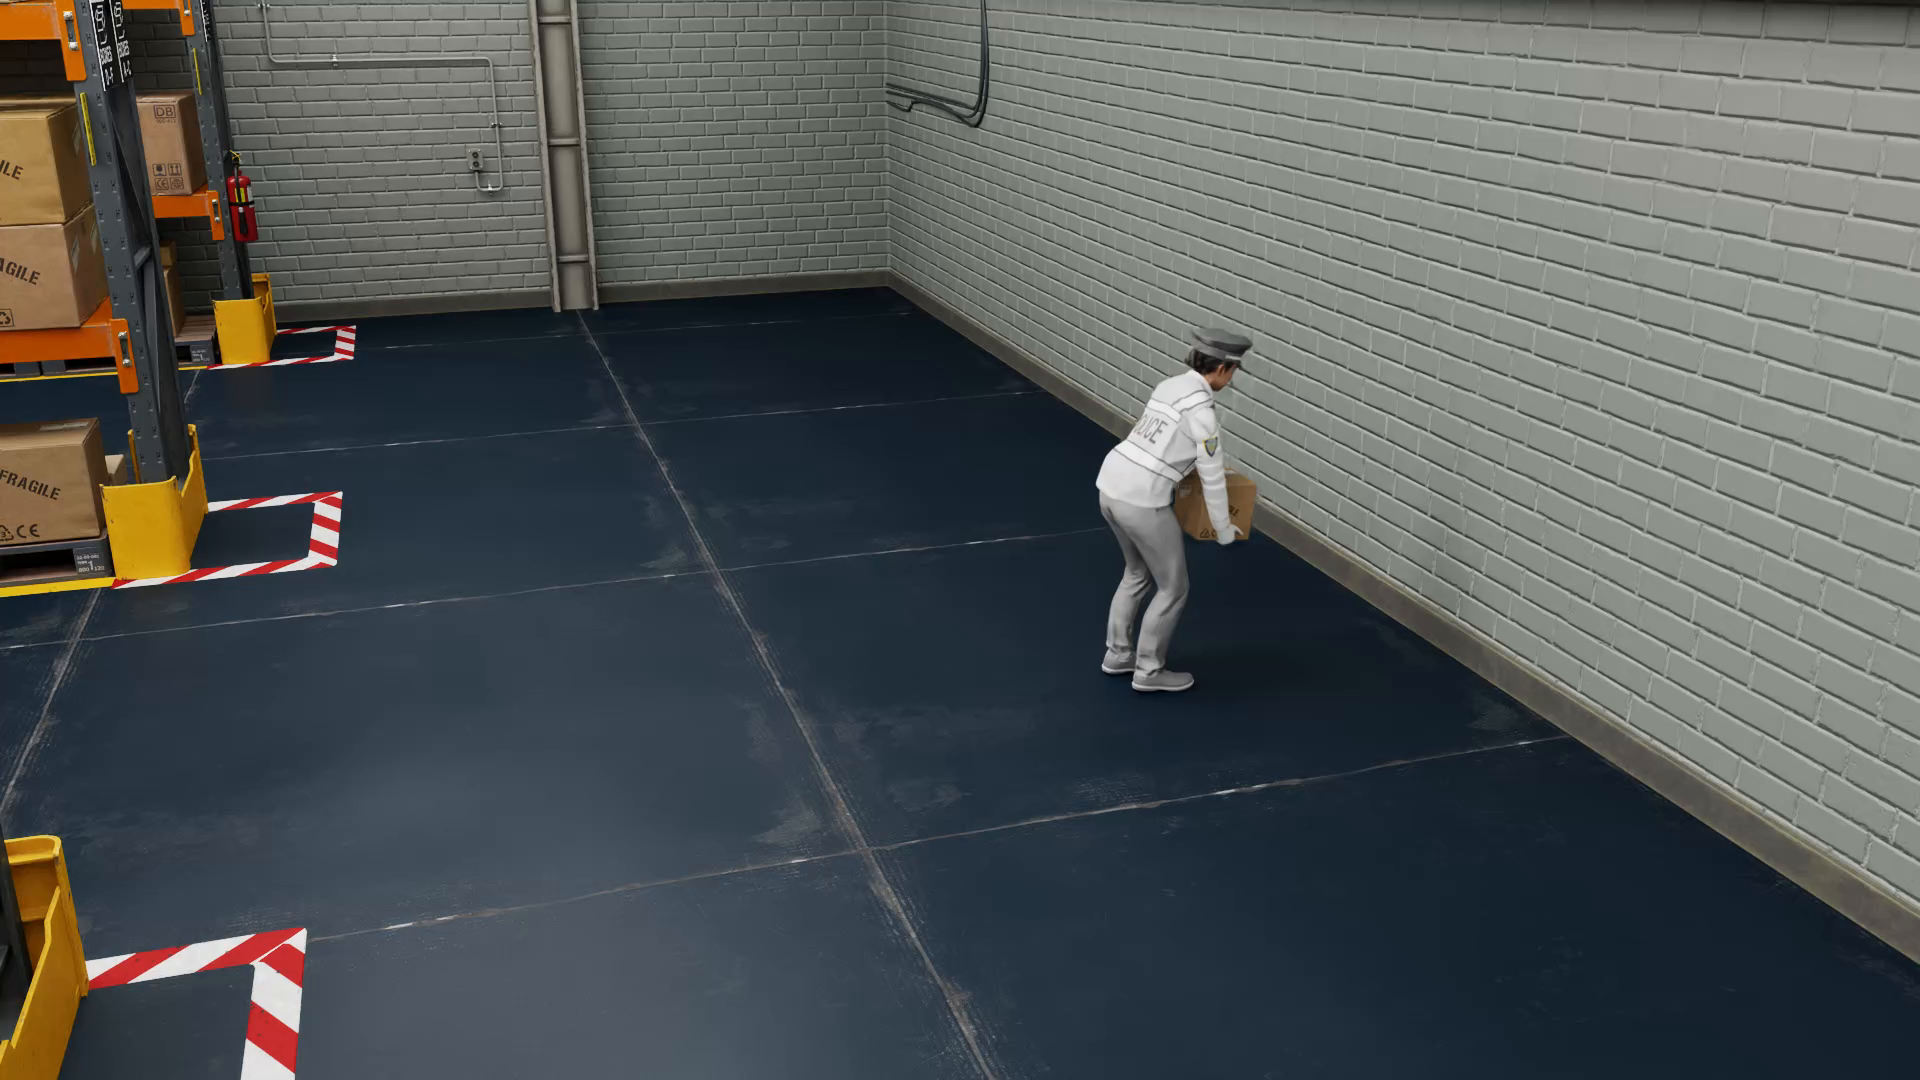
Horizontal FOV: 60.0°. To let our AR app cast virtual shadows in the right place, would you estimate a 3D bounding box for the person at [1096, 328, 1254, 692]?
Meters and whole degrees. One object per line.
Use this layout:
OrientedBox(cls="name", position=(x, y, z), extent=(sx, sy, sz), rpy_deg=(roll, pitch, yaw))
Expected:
OrientedBox(cls="person", position=(0.900, -0.126, 7.107), extent=(0.648, 1.552, 0.411), rpy_deg=(-7, 20, -18))
